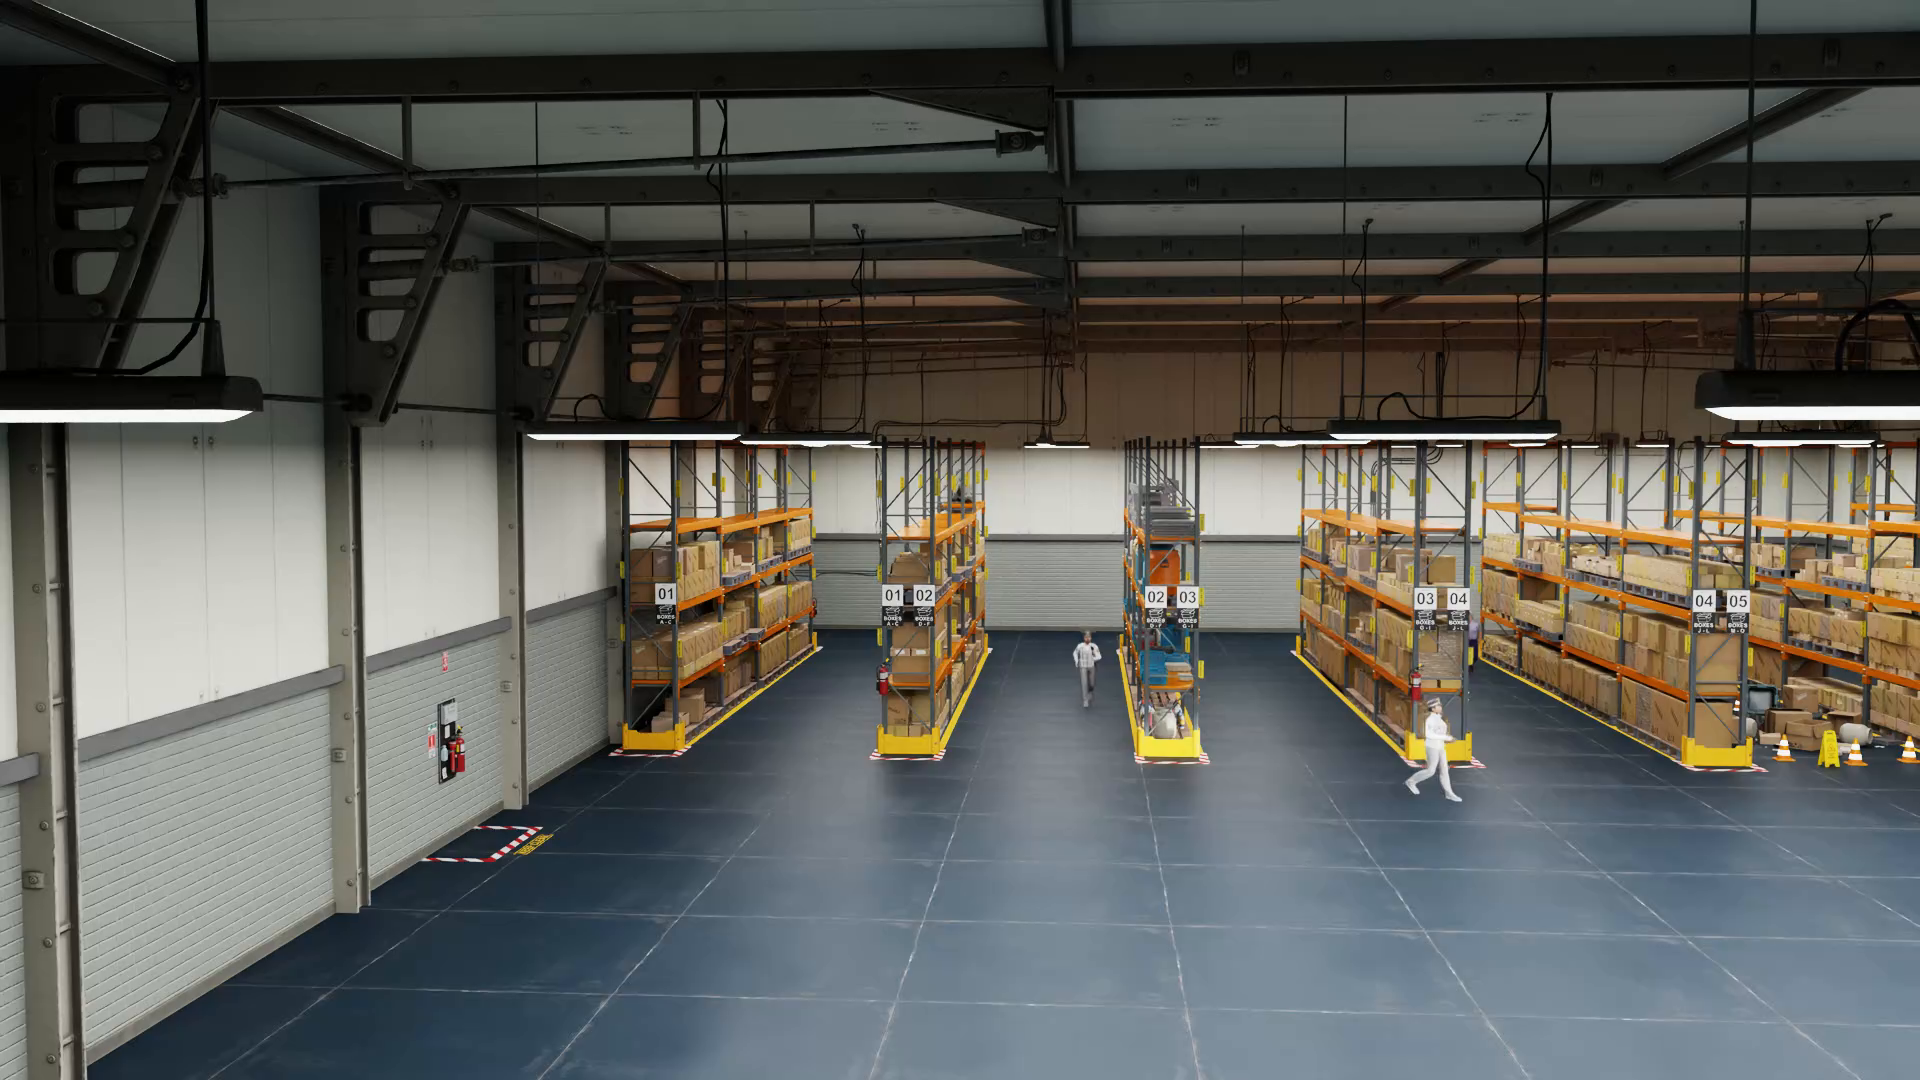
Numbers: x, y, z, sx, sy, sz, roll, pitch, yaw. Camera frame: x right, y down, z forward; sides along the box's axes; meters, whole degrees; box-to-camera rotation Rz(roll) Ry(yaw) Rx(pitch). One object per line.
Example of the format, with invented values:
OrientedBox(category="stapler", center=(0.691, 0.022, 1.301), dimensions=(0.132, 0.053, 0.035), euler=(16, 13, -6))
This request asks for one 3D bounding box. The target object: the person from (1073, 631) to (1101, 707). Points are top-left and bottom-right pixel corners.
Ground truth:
OrientedBox(category="person", center=(2.855, 2.871, 37.405), dimensions=(0.607, 1.670, 0.877), euler=(0, 3, 2))

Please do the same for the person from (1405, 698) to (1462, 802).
OrientedBox(category="person", center=(7.749, 3.402, 27.163), dimensions=(0.925, 1.683, 0.618), euler=(2, 4, 34))

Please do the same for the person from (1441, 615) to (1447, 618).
OrientedBox(category="person", center=(13.150, 2.496, 45.379), dimensions=(0.594, 1.594, 0.542), euler=(0, 3, 5))

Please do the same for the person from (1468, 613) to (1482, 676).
OrientedBox(category="person", center=(12.995, 2.669, 42.369), dimensions=(0.611, 1.603, 0.517), euler=(1, 3, 9))
